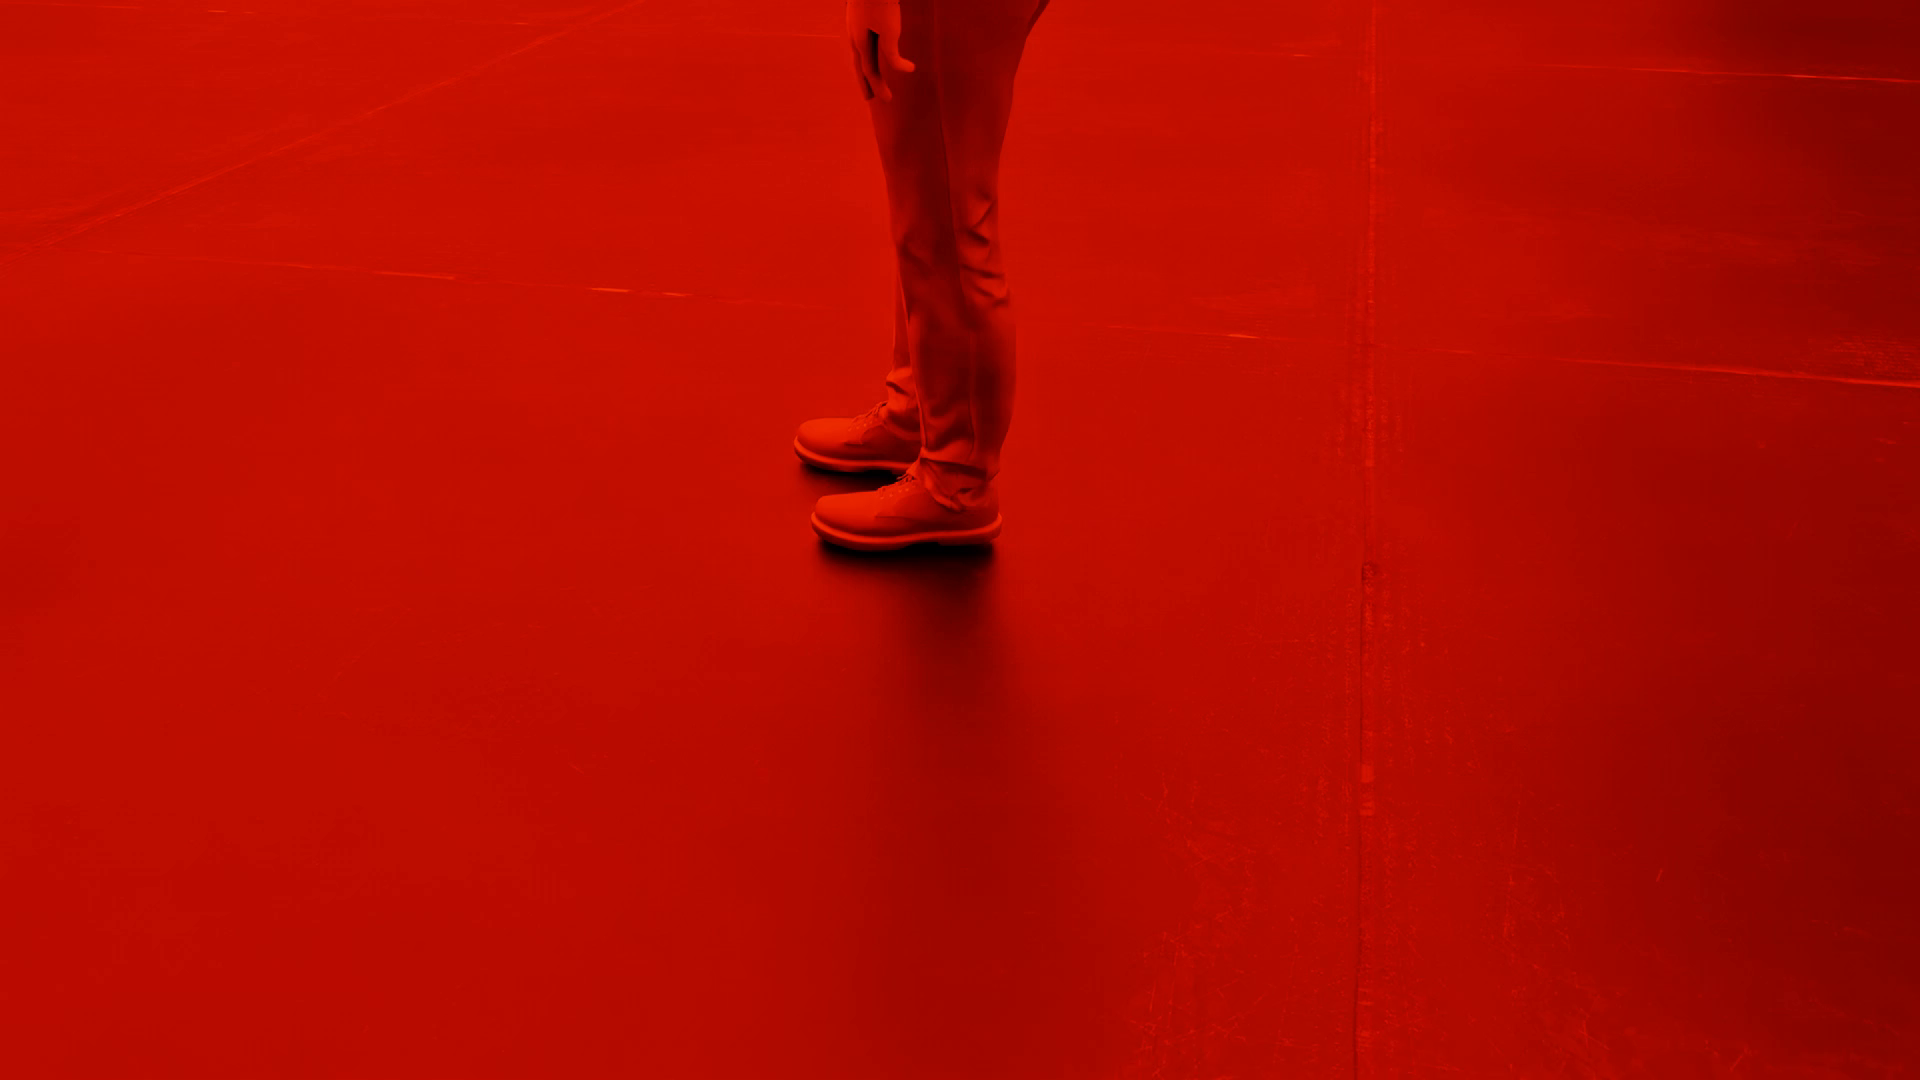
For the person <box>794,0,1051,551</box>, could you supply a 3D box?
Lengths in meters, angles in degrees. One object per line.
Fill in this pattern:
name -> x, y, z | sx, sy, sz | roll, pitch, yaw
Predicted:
person -> -0.065, -0.773, 2.134 | 0.532, 1.694, 0.586 | 6, 27, 11
